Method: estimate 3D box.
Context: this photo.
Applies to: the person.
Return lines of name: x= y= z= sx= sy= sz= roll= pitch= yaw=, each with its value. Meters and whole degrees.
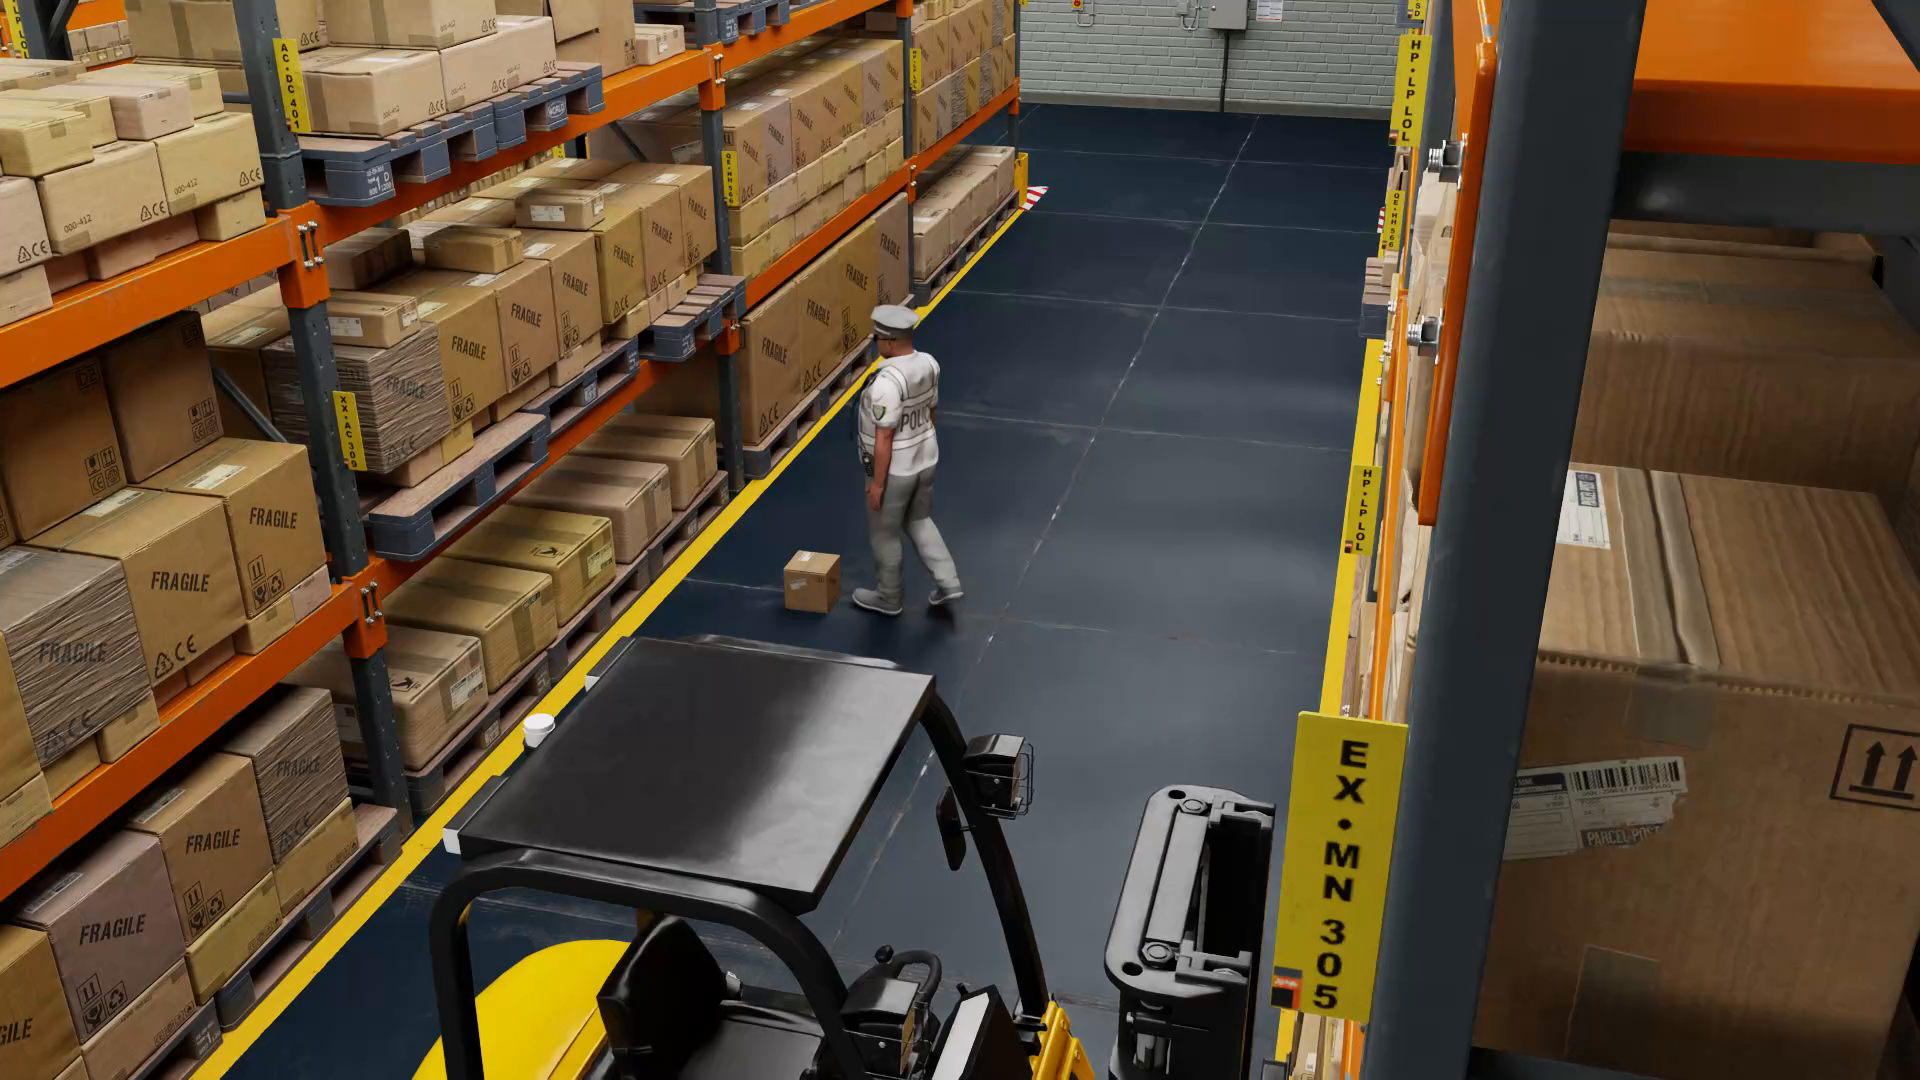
person: x=-0.306 y=-0.394 z=8.906 sx=0.657 sy=1.747 sz=0.554 roll=16 pitch=30 yaw=31
